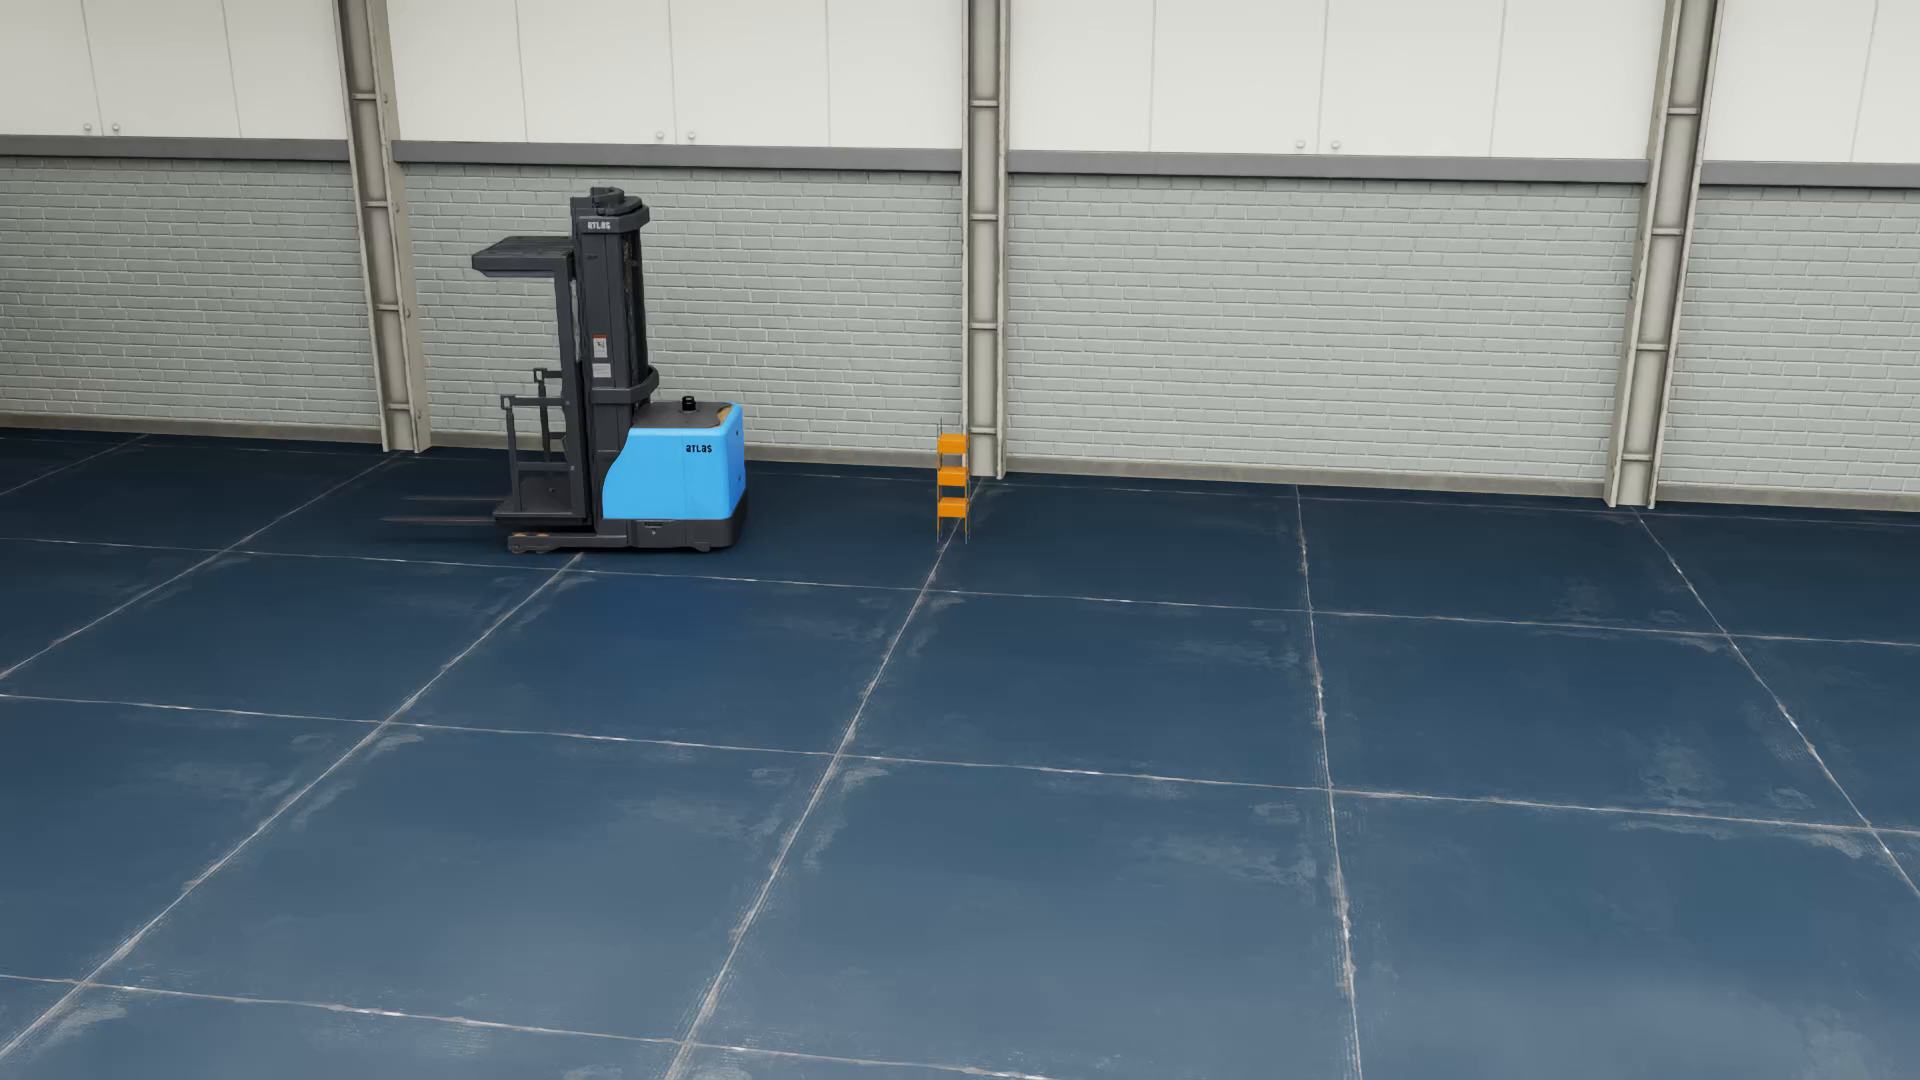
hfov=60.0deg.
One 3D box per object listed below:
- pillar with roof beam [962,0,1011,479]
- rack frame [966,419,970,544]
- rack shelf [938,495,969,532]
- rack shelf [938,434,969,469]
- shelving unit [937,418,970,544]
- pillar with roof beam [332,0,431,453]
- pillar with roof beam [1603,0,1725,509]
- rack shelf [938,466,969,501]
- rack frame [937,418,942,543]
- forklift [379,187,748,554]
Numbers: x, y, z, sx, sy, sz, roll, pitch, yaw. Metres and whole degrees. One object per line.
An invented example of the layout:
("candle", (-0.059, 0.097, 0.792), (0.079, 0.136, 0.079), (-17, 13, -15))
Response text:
("pillar with roof beam", (-0.447, -3.564, 10.772), (0.400, 9.000, 9.100), (3, 19, 9))
("rack frame", (0.068, -0.494, 14.126), (0.008, 1.050, 0.200), (3, 19, 9))
("rack shelf", (-0.053, -0.227, 14.236), (0.240, 0.259, 0.215), (3, 19, 9))
("rack shelf", (-0.053, -0.760, 14.058), (0.240, 0.259, 0.215), (3, 19, 9))
("shelving unit", (-0.053, -0.501, 14.145), (0.252, 1.050, 0.215), (3, 19, 9))
("pillar with roof beam", (-6.371, -3.866, 11.675), (0.400, 9.000, 9.100), (3, 19, 9))
("pillar with roof beam", (5.477, -3.262, 9.870), (0.400, 9.000, 9.100), (3, 19, 9))
("rack shelf", (-0.053, -0.491, 14.148), (0.240, 0.259, 0.215), (3, 19, 9))
("rack frame", (-0.173, -0.507, 14.163), (0.008, 1.050, 0.200), (3, 19, 9))
("forklift", (-3.410, -1.442, 13.992), (3.031, 2.935, 1.130), (0, 19, 1))
